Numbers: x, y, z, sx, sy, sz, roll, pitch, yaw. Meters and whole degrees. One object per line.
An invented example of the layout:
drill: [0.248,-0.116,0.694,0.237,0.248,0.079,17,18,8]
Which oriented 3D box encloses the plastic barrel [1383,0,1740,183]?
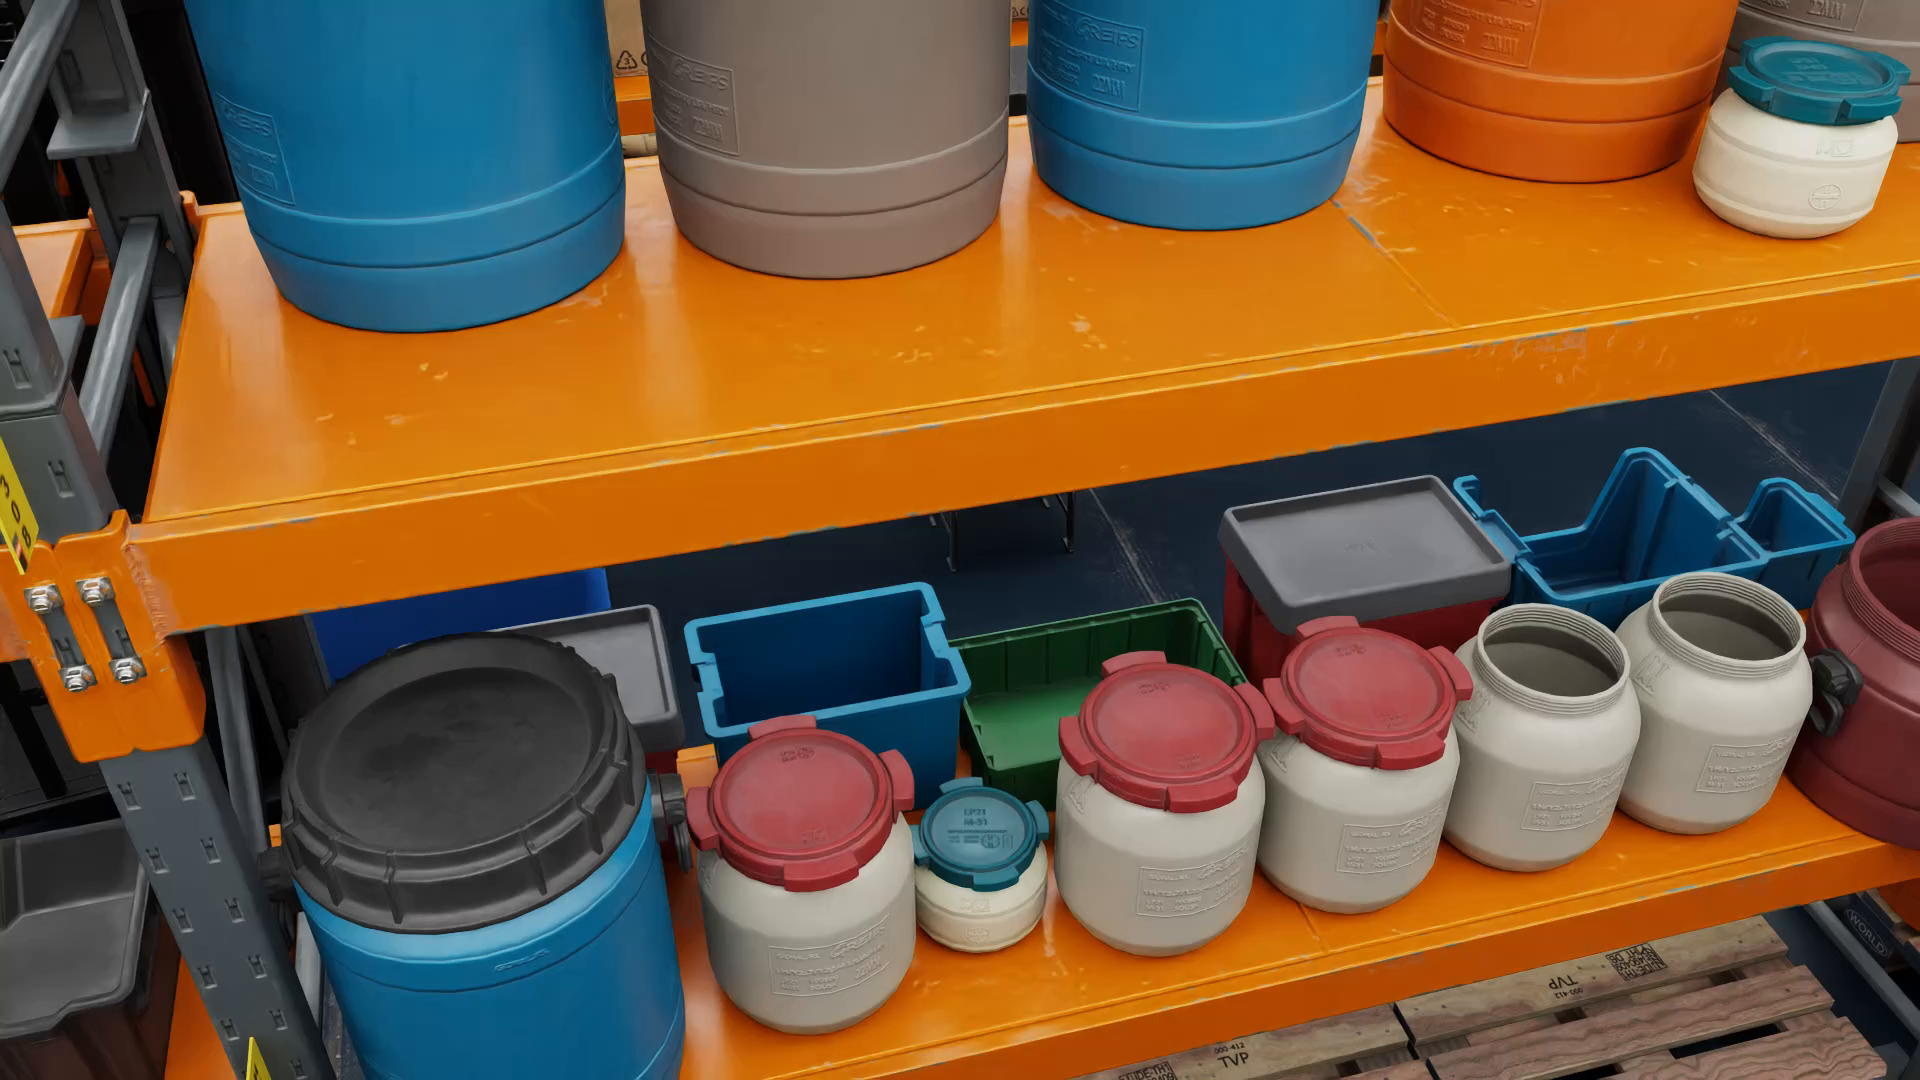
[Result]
plastic barrel: [1.100,-1.133,2.940,0.708,0.830,0.600,-9,38,-12]

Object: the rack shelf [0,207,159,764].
rack shelf: [-3.211,0.167,2.186,4.000,0.370,1.077,-9,38,-12]

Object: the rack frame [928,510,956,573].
rack frame: [-0.076,-0.822,6.096,0.015,2.100,0.400,-9,38,-12]

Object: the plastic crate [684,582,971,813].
plastic crate: [-0.297,0.405,3.765,0.575,0.384,0.392,-9,38,-12]

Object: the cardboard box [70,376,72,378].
cardboard box: [-3.923,-0.862,7.325,0.500,0.250,0.500,-9,38,-12]

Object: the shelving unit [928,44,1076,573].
shelving unit: [0.160,-0.860,6.146,0.503,2.100,0.431,-9,38,-12]

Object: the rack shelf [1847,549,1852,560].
rack shelf: [4.512,0.091,4.754,4.000,0.370,1.077,-9,38,-12]

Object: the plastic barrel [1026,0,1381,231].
plastic barrel: [0.417,-1.050,2.772,0.708,0.901,0.600,-9,38,-12]

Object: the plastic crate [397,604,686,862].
plastic crate: [-0.893,0.474,3.608,0.583,0.464,0.402,-9,38,-12]

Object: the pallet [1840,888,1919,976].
pallet: [3.331,1.081,5.164,1.213,0.211,1.003,-9,38,-12]

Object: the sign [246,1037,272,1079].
sign: [-1.148,0.971,2.785,0.005,0.325,0.100,-9,38,-12]

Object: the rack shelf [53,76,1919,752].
rack shelf: [0.650,-0.466,3.014,4.000,0.370,1.077,-9,38,-12]

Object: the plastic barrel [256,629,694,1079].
plastic barrel: [-0.829,0.673,2.988,0.708,0.901,0.600,-9,38,-12]

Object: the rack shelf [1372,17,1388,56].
rack shelf: [3.224,-2.815,8.553,4.000,0.370,1.077,-9,38,-12]

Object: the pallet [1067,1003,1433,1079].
pallet: [0.647,1.521,4.588,1.213,0.211,1.003,-9,38,-12]

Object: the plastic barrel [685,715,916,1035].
plastic barrel: [-0.300,0.679,3.281,0.433,0.535,0.433,0,37,0]

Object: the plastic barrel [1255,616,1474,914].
plastic barrel: [0.826,0.494,3.523,0.433,0.535,0.433,0,37,0]

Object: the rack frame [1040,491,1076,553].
rack frame: [0.395,-0.899,6.197,0.015,2.100,0.400,-9,38,-12]

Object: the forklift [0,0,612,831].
forklift: [-2.734,-0.434,4.905,3.031,2.935,1.130,-14,40,-18]

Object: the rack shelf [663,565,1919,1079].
rack shelf: [0.650,0.725,3.926,4.000,0.370,1.077,-9,38,-12]

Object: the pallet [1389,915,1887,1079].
pallet: [1.823,1.330,4.838,1.213,0.211,1.003,-9,38,-12]

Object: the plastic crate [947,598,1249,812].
plastic crate: [0.327,0.399,3.934,0.662,0.188,0.450,-9,38,-12]

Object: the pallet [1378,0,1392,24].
pallet: [1.929,-2.856,8.173,1.003,0.211,1.213,-9,38,-12]

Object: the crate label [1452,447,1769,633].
crate label: [1.551,0.107,4.112,0.616,0.435,0.502,-9,38,-12]

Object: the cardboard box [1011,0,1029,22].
cardboard box: [0.379,-2.720,7.910,0.500,0.311,0.500,-10,38,-12]

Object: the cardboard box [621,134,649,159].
cardboard box: [-1.752,-1.766,8.045,0.500,0.311,0.500,-8,38,-11]

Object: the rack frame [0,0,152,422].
rack frame: [-1.281,-1.627,1.470,0.127,3.000,1.000,-9,38,-12]

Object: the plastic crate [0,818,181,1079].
plastic crate: [-1.819,0.789,3.301,0.504,0.338,0.767,-9,38,-12]

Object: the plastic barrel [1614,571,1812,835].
plastic barrel: [1.644,0.366,3.710,0.421,0.512,0.421,0,37,0]

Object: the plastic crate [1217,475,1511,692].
plastic crate: [0.941,0.174,4.002,0.583,0.464,0.402,-9,38,-12]

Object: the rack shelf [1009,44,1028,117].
rack shelf: [0.160,-1.405,5.729,0.480,0.518,0.431,-9,38,-12]

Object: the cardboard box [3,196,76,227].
cardboard box: [-3.927,-1.167,7.107,0.500,0.500,0.500,-9,38,-12]

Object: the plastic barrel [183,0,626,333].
plastic barrel: [-0.846,-0.842,2.501,0.708,0.901,0.600,-9,38,-12]

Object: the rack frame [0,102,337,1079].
rack frame: [-1.281,0.756,3.293,0.127,3.000,1.000,-9,38,-12]

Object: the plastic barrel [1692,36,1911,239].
plastic barrel: [1.414,-0.676,2.809,0.301,0.262,0.301,0,37,0]

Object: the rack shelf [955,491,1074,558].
rack shelf: [0.160,-0.293,6.580,0.480,0.518,0.431,-9,38,-12]

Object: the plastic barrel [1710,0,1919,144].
plastic barrel: [1.732,-1.265,3.054,0.600,0.901,0.600,0,37,0]

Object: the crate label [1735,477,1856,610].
crate label: [2.077,0.036,4.372,0.416,0.233,0.303,-9,38,-12]

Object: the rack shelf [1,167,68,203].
rack shelf: [-4.499,-1.547,6.896,4.000,0.370,1.077,-9,38,-12]

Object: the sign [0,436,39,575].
sign: [-1.148,-0.114,1.955,0.005,0.325,0.100,-9,38,-12]

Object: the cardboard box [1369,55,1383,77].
cardboard box: [2.188,-2.561,8.707,0.500,0.250,0.500,-8,38,-10]

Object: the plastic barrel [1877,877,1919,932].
plastic barrel: [3.049,0.730,4.767,0.708,0.830,0.600,-9,38,-12]

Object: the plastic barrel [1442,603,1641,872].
plastic barrel: [1.237,0.433,3.623,0.421,0.512,0.421,0,37,0]

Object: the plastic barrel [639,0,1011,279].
plastic barrel: [-0.215,-0.946,2.636,0.600,0.901,0.600,0,37,0]

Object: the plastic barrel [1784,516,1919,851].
plastic barrel: [2.212,0.320,3.751,0.708,0.536,0.600,-9,38,-12]

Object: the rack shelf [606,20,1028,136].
rack shelf: [-0.638,-2.181,7.724,4.000,0.370,1.077,-9,38,-12]

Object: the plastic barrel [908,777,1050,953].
plastic barrel: [0.037,0.691,3.491,0.301,0.262,0.301,0,37,0]

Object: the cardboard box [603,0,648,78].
cardboard box: [-1.314,-2.385,7.317,0.500,0.500,0.500,-7,38,-9]

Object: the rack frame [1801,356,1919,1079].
rack frame: [2.581,0.122,4.121,0.127,3.000,1.000,-9,38,-12]

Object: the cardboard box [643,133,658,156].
cardboard box: [-1.269,-1.843,8.147,0.500,0.311,0.500,-9,38,-12]

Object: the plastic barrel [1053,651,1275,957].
plastic barrel: [0.408,0.563,3.433,0.433,0.535,0.433,0,37,0]

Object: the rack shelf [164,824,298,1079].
rack shelf: [-3.211,1.359,3.097,4.000,0.370,1.077,-9,38,-12]
